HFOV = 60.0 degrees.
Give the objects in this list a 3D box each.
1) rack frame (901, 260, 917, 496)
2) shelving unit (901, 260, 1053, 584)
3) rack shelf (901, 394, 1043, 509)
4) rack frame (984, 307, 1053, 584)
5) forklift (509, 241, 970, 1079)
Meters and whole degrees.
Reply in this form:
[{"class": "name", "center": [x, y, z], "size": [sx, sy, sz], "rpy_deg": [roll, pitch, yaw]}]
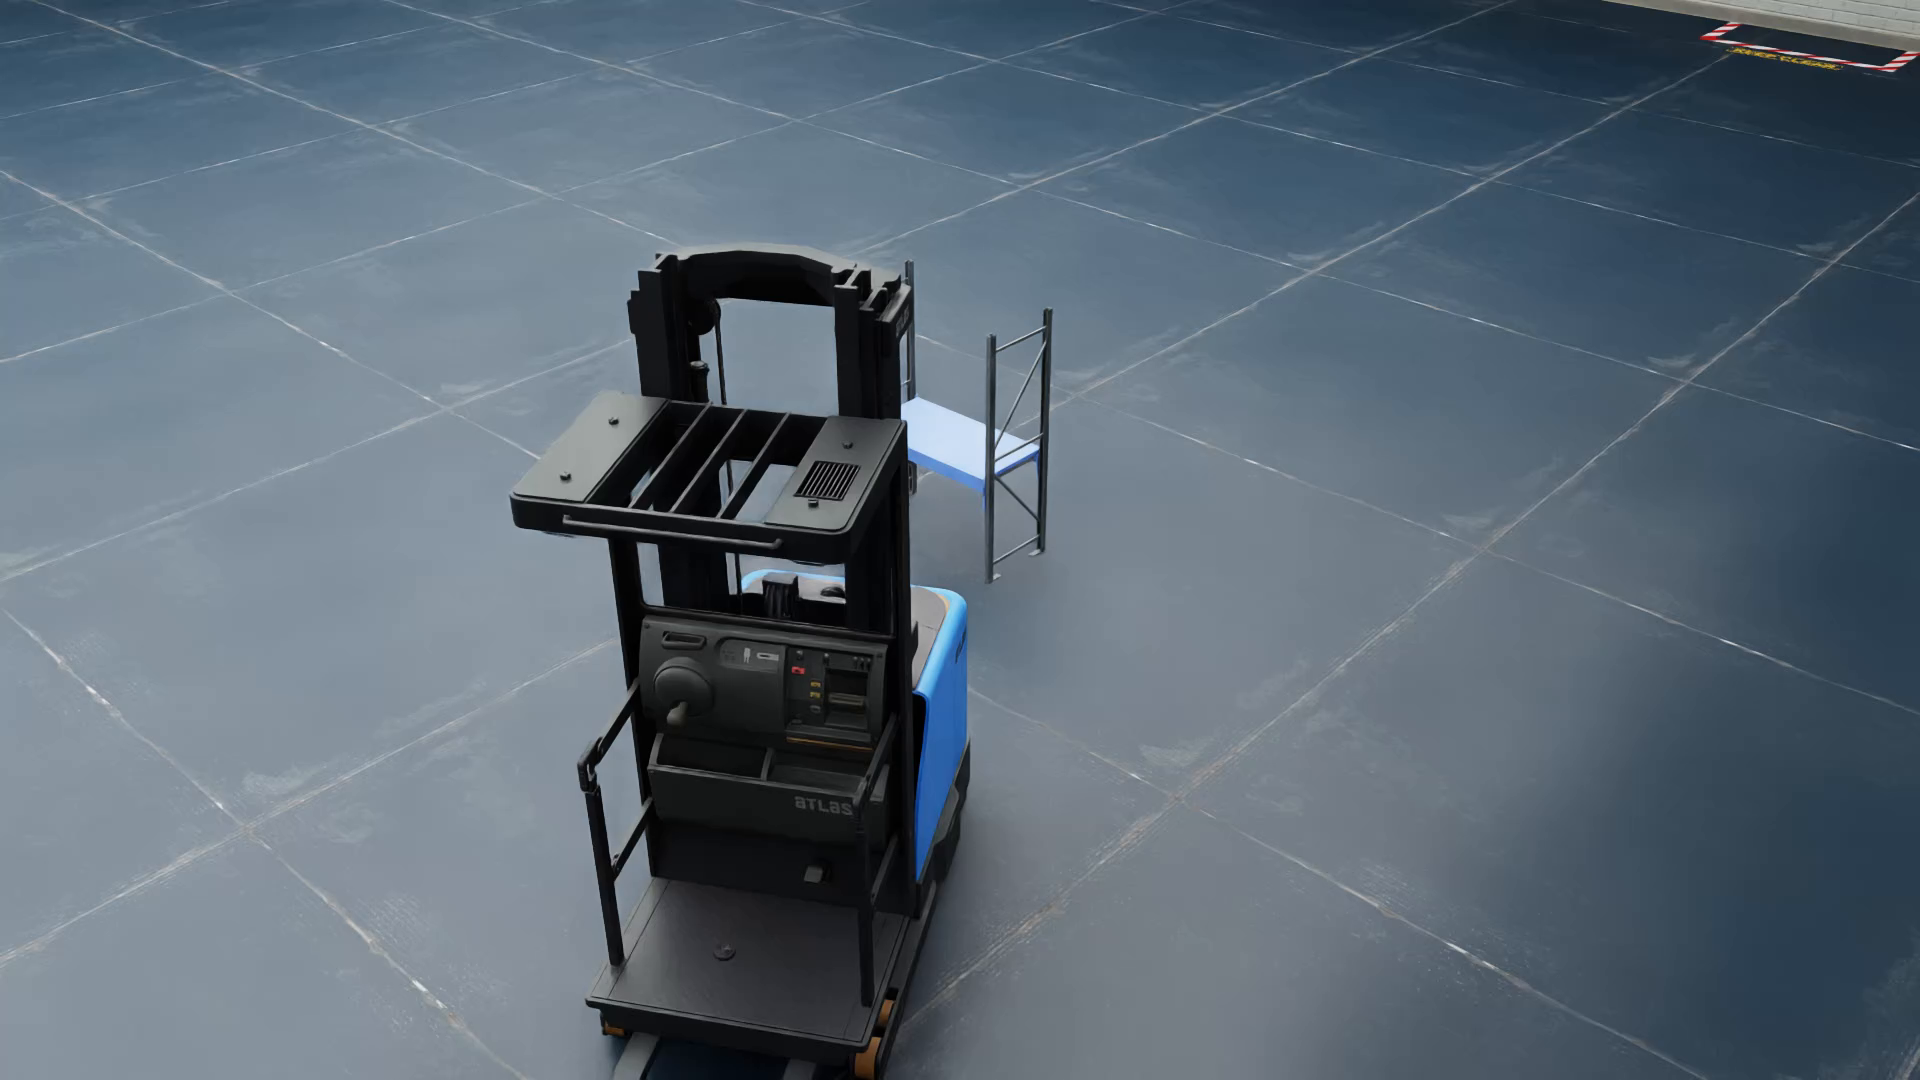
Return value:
[{"class": "rack frame", "center": [-0.440, -0.848, 9.649], "size": [0.032, 1.500, 0.500], "rpy_deg": [25, 39, 35]}, {"class": "shelving unit", "center": [-0.063, -0.672, 9.357], "size": [1.048, 1.500, 0.538], "rpy_deg": [25, 39, 35]}, {"class": "rack shelf", "center": [-0.063, -0.518, 9.449], "size": [1.000, 0.185, 0.538], "rpy_deg": [25, 39, 35]}, {"class": "rack frame", "center": [0.314, -0.496, 9.064], "size": [0.032, 1.500, 0.500], "rpy_deg": [25, 39, 35]}, {"class": "forklift", "center": [-0.768, 0.574, 5.899], "size": [1.130, 2.935, 3.031], "rpy_deg": [6, 32, 10]}]
